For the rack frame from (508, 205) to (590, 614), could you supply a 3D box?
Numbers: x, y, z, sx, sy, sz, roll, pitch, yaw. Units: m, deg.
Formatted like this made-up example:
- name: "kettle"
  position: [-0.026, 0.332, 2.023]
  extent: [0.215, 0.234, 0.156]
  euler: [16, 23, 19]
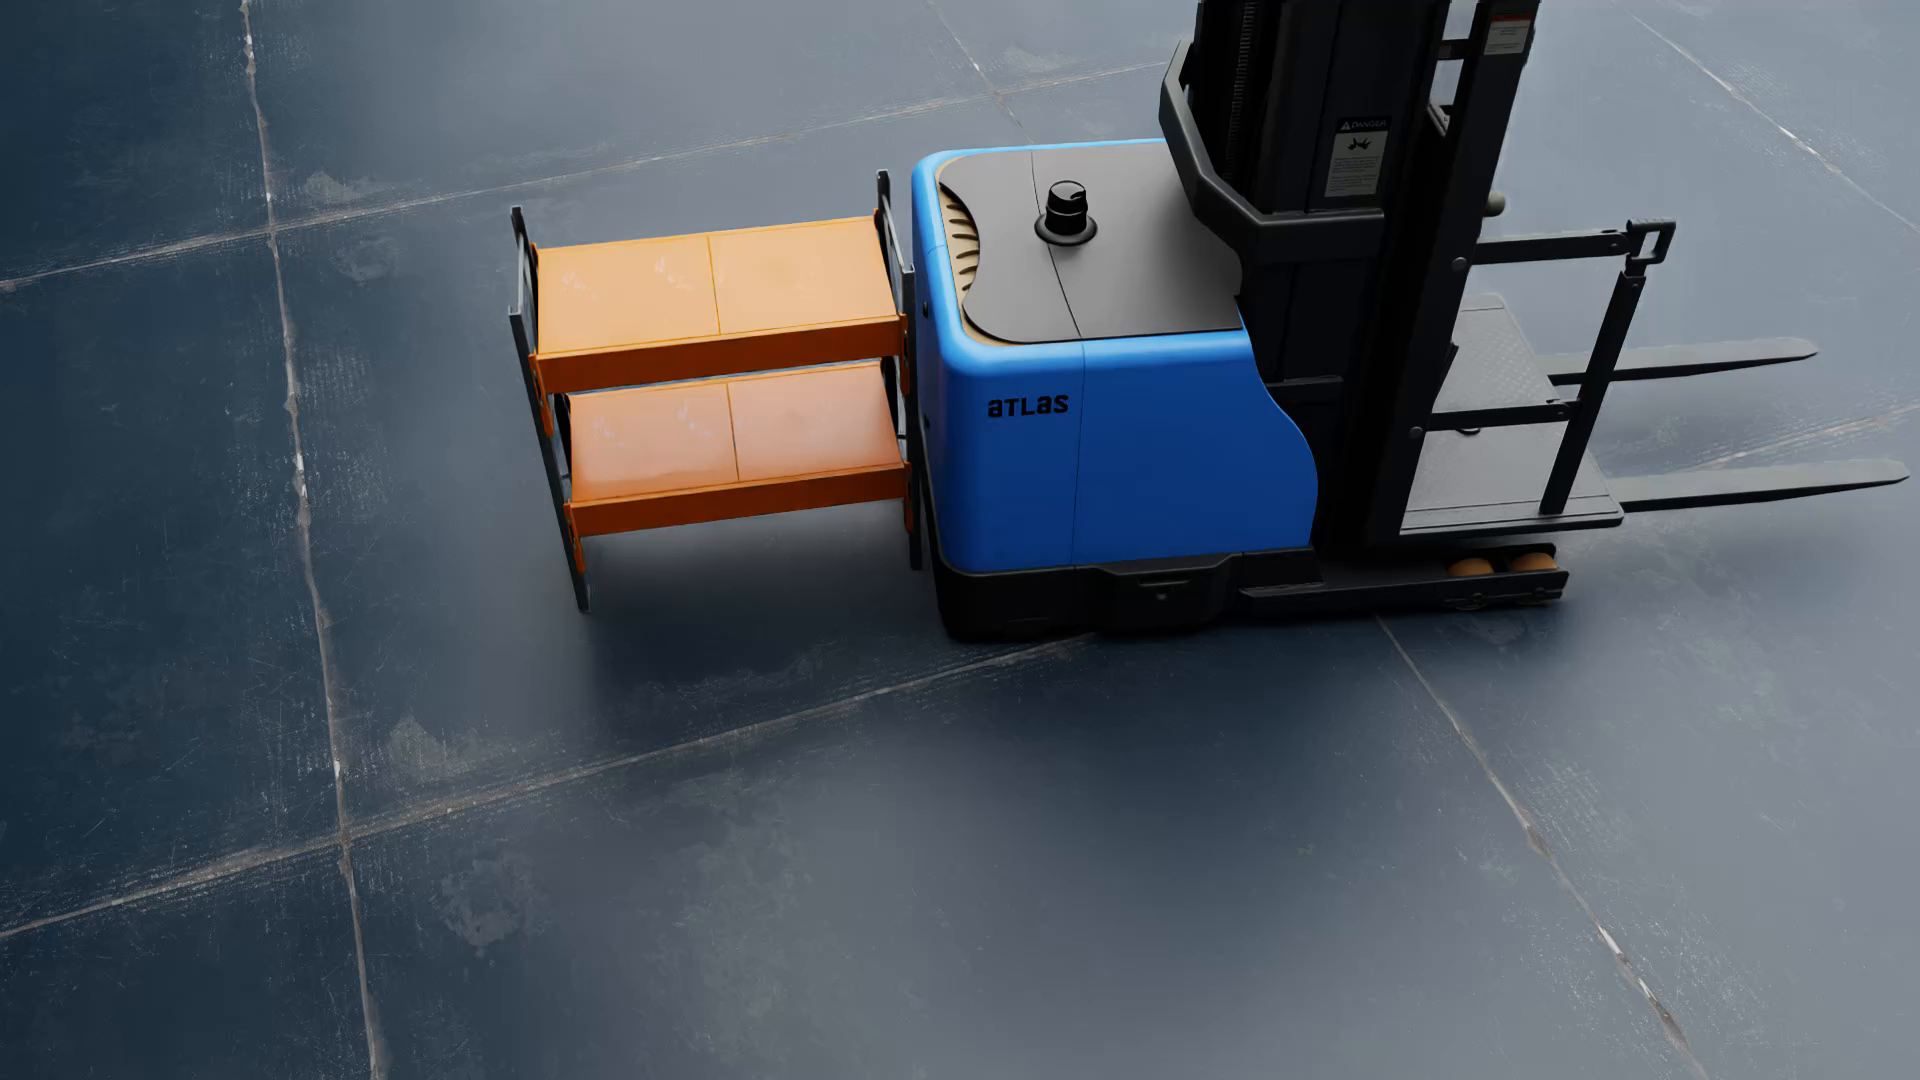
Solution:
- name: "rack frame"
  position: [-1.178, -0.350, 4.805]
  extent: [0.032, 1.125, 0.500]
  euler: [-7, 46, -7]

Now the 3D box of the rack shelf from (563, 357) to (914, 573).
- name: "rack shelf"
  position: [-0.677, -0.241, 5.041]
  extent: [1.000, 0.278, 0.538]
  euler: [-7, 46, -7]

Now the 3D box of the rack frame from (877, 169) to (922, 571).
- name: "rack frame"
  position: [-0.177, -0.477, 4.931]
  extent: [0.032, 1.125, 0.500]
  euler: [-7, 46, -7]

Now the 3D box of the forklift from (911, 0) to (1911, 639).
- name: "forklift"
  position: [1.397, -1.192, 4.369]
  extent: [3.031, 2.935, 1.130]
  euler: [-5, 45, -4]

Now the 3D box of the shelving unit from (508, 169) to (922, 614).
- name: "shelving unit"
  position: [-0.677, -0.414, 4.868]
  extent: [1.048, 1.125, 0.538]
  euler: [-7, 46, -7]

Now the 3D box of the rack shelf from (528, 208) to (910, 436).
- name: "rack shelf"
  position: [-0.677, -0.620, 4.661]
  extent: [1.000, 0.278, 0.538]
  euler: [-7, 46, -7]
